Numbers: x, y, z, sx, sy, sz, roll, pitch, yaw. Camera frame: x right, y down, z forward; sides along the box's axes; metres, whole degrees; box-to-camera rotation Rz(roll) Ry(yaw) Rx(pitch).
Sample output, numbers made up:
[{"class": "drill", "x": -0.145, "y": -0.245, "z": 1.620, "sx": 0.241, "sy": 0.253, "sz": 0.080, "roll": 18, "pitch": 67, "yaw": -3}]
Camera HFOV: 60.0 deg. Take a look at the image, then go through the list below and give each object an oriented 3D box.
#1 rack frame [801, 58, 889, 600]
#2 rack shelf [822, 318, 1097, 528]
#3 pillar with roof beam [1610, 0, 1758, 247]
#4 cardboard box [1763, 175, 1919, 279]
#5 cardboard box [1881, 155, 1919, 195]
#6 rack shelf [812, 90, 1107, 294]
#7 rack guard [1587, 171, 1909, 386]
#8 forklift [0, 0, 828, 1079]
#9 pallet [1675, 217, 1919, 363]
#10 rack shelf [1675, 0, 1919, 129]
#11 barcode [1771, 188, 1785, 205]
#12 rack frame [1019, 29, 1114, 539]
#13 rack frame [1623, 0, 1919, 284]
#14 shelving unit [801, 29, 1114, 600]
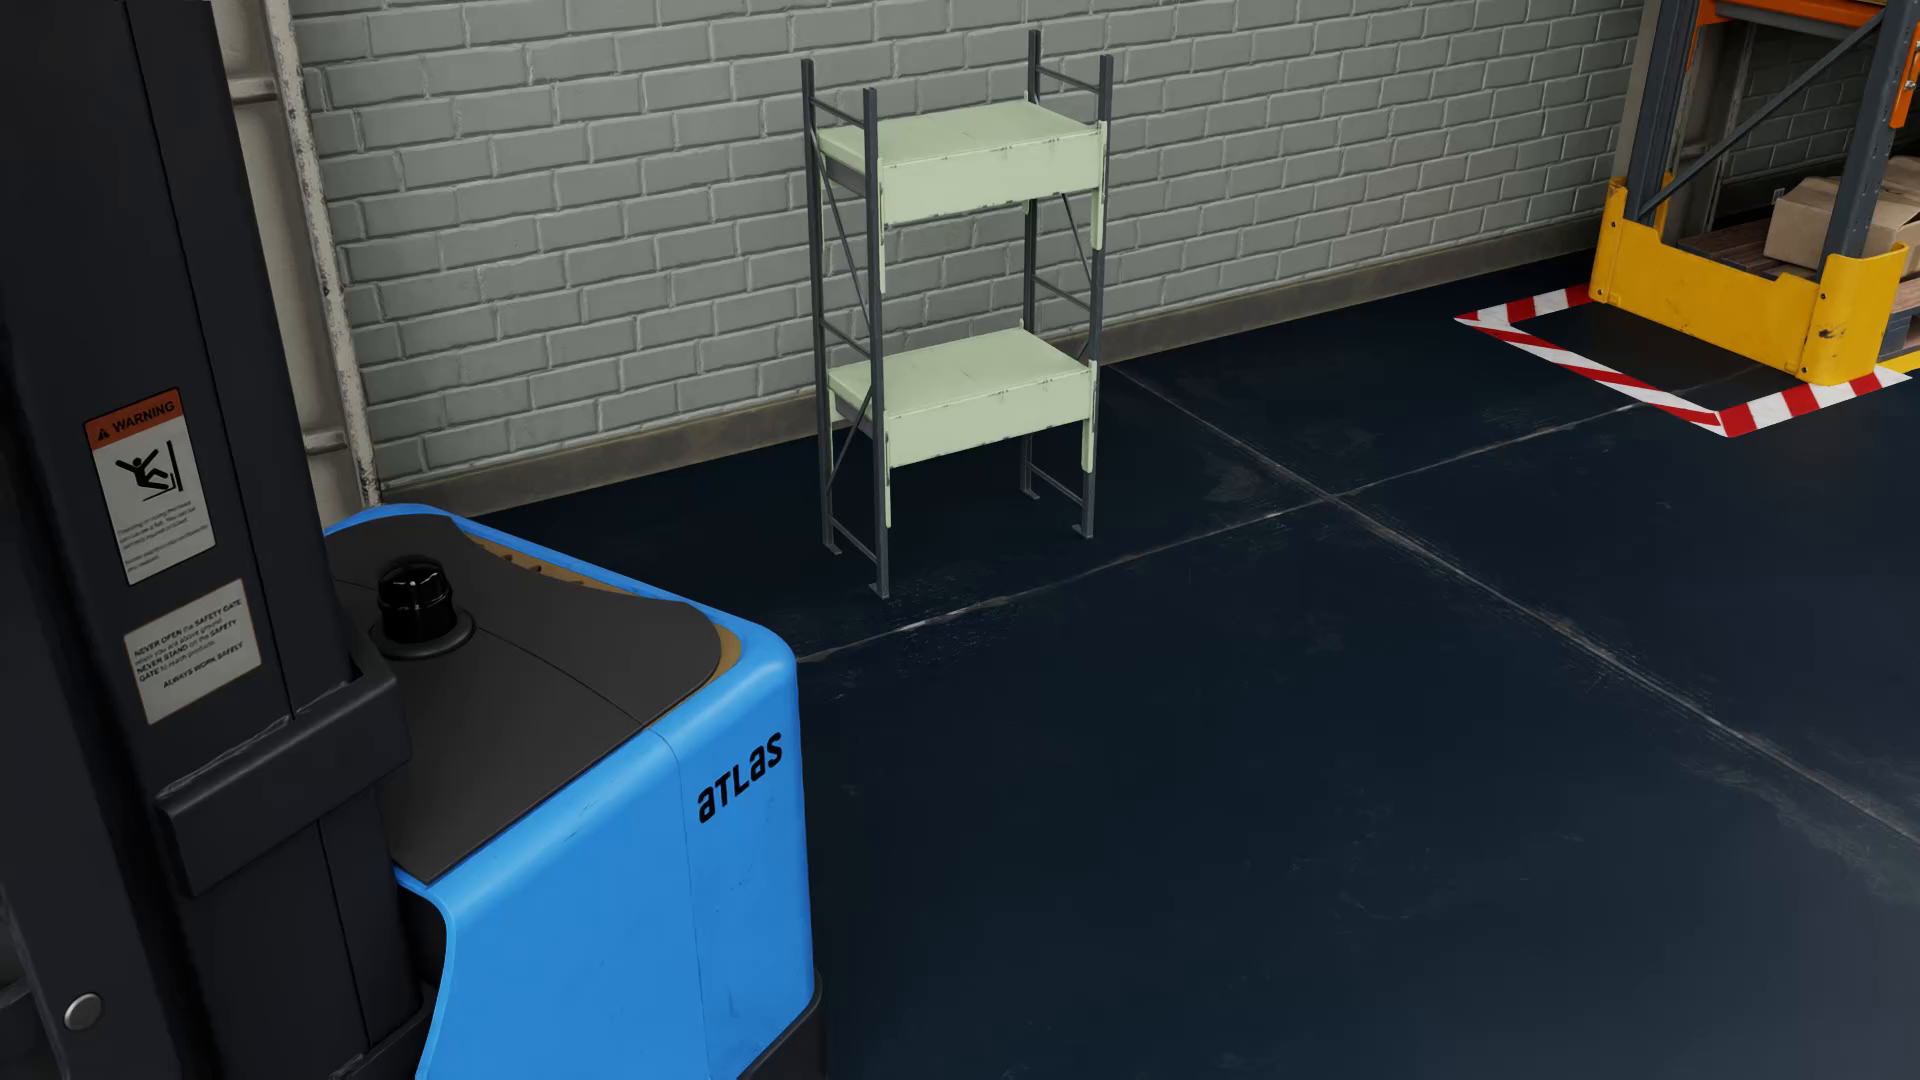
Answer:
[{"class": "rack frame", "x": -0.321, "y": -0.565, "z": 4.722, "sx": 0.023, "sy": 1.500, "sz": 0.400, "roll": -16, "pitch": 33, "yaw": -26}, {"class": "rack shelf", "x": -0.006, "y": -0.370, "z": 5.042, "sx": 0.720, "sy": 0.370, "sz": 0.431, "roll": -16, "pitch": 33, "yaw": -26}, {"class": "pillar with roof beam", "x": 5.401, "y": -3.517, "z": 2.309, "sx": 0.400, "sy": 9.000, "sz": 9.100, "roll": -16, "pitch": 33, "yaw": -26}, {"class": "cardboard box", "x": 3.697, "y": -1.299, "z": 6.827, "sx": 0.500, "sy": 0.311, "sz": 0.500, "roll": -20, "pitch": 35, "yaw": -32}, {"class": "cardboard box", "x": 4.189, "y": -1.439, "z": 7.080, "sx": 0.500, "sy": 0.311, "sz": 0.500, "roll": -13, "pitch": 31, "yaw": -22}, {"class": "rack shelf", "x": -0.006, "y": -0.997, "z": 4.696, "sx": 0.720, "sy": 0.370, "sz": 0.431, "roll": -16, "pitch": 33, "yaw": -26}, {"class": "rack guard", "x": 3.121, "y": -1.076, "z": 6.683, "sx": 0.348, "sy": 0.500, "sz": 1.175, "roll": -16, "pitch": 33, "yaw": -26}, {"class": "forklift", "x": -1.471, "y": 0.290, "z": 1.692, "sx": 1.130, "sy": 2.935, "sz": 3.031, "roll": 17, "pitch": 33, "yaw": 28}, {"class": "pallet", "x": 3.839, "y": -1.134, "z": 7.086, "sx": 1.213, "sy": 0.211, "sz": 1.003, "roll": -16, "pitch": 33, "yaw": -26}, {"class": "rack shelf", "x": 4.780, "y": -2.327, "z": 7.106, "sx": 4.000, "sy": 0.370, "sz": 1.077, "roll": -16, "pitch": 33, "yaw": -26}, {"class": "barcode", "x": 3.510, "y": -1.474, "z": 7.135, "sx": 0.075, "sy": 0.075, "sz": 0.001, "roll": -16, "pitch": 33, "yaw": -26}, {"class": "rack frame", "x": 0.310, "y": -0.745, "z": 5.047, "sx": 0.023, "sy": 1.500, "sz": 0.400, "roll": -16, "pitch": 33, "yaw": -26}, {"class": "rack frame", "x": 3.055, "y": -2.152, "z": 6.045, "sx": 0.127, "sy": 3.000, "sz": 1.000, "roll": -16, "pitch": 33, "yaw": -26}, {"class": "shelving unit", "x": -0.006, "y": -0.655, "z": 4.885, "sx": 0.755, "sy": 1.500, "sz": 0.431, "roll": -16, "pitch": 33, "yaw": -26}]
